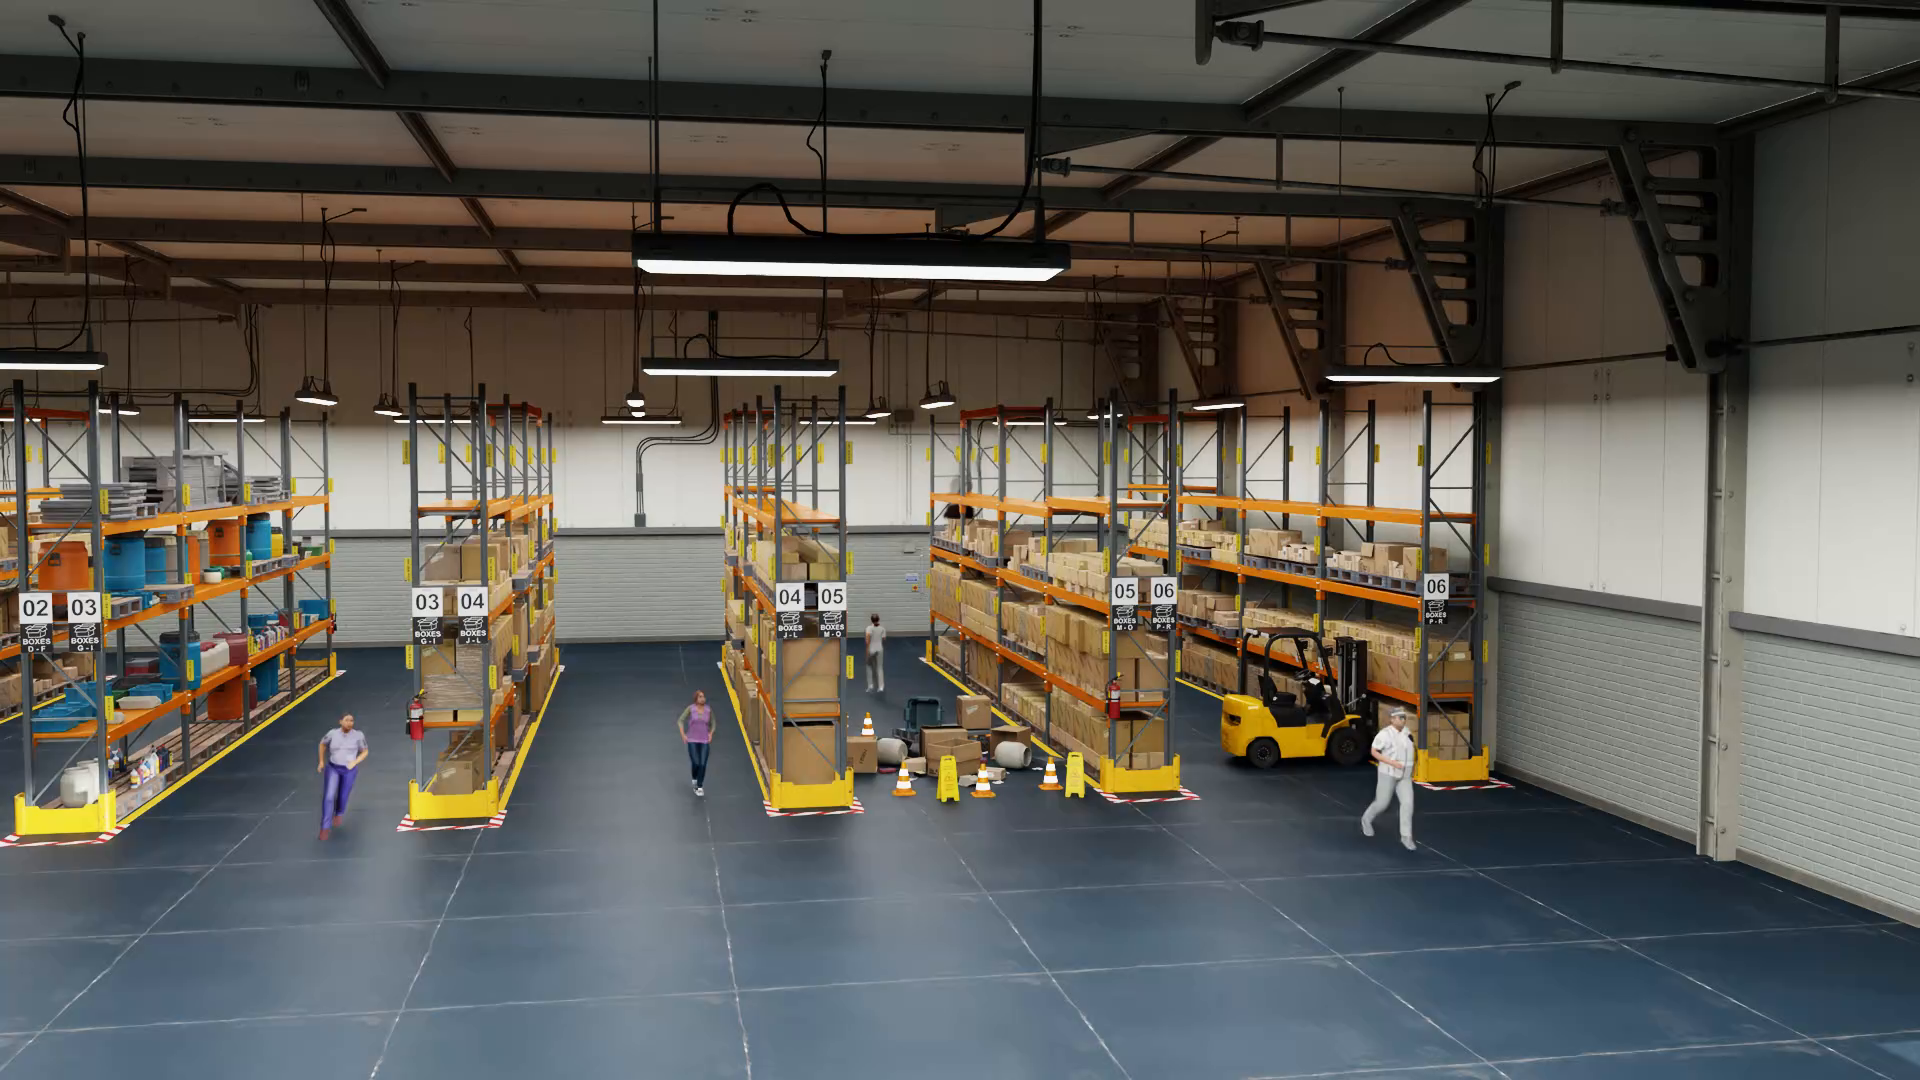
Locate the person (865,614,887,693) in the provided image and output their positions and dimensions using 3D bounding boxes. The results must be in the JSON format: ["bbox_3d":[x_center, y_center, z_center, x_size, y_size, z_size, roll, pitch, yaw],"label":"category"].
[{"bbox_3d":[-1.773,2.403,34.902,0.509,1.709,0.810,-1,3,-14],"label":"person"}]

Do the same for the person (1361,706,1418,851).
[{"bbox_3d":[5.614,3.024,21.424,0.703,1.785,0.994,-1,3,-21],"label":"person"}]

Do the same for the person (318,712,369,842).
[{"bbox_3d":[-8.152,3.075,21.984,0.636,1.625,0.843,-1,3,-19],"label":"person"}]

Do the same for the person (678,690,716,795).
[{"bbox_3d":[-3.841,2.985,24.451,0.548,1.561,0.505,-1,3,-21],"label":"person"}]
